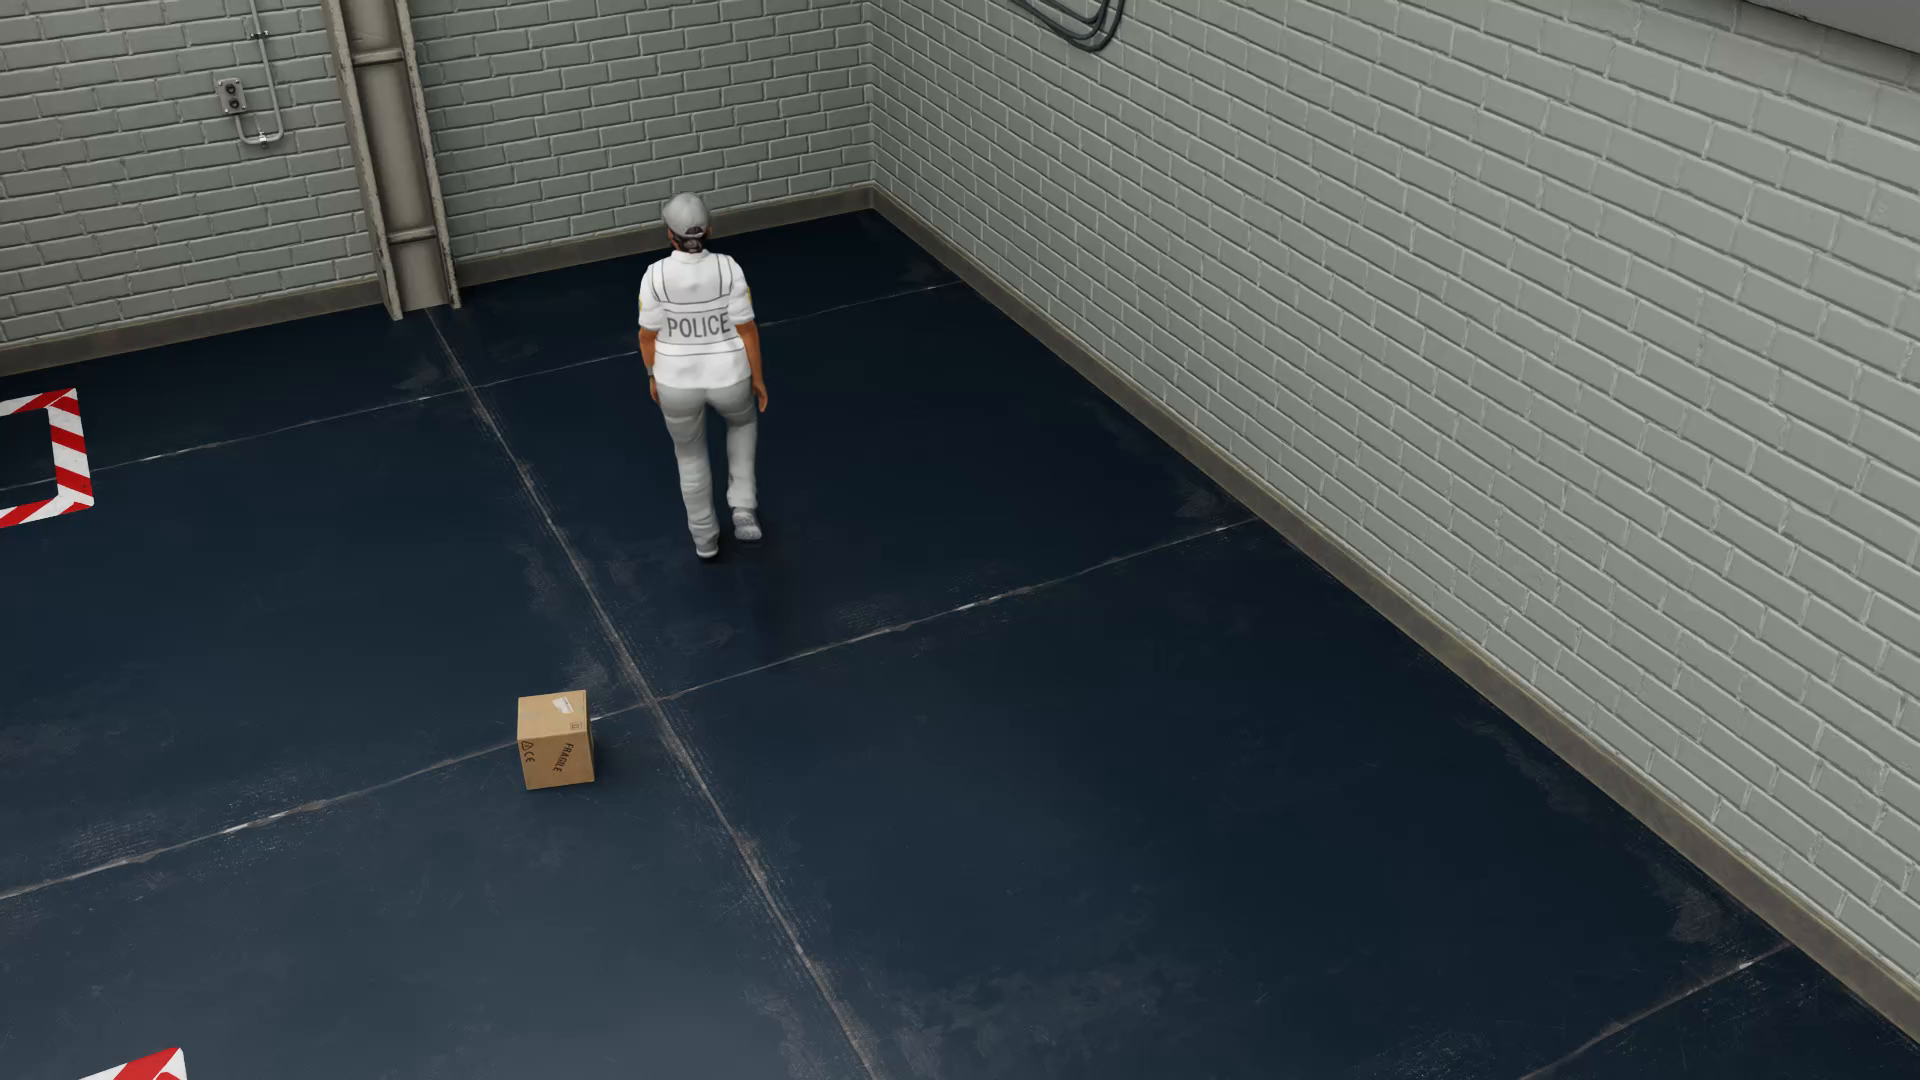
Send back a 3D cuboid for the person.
[{"bbox_3d":[-1.105,-0.700,7.176,0.512,1.681,0.451,-8,34,-11],"label":"person"}]
